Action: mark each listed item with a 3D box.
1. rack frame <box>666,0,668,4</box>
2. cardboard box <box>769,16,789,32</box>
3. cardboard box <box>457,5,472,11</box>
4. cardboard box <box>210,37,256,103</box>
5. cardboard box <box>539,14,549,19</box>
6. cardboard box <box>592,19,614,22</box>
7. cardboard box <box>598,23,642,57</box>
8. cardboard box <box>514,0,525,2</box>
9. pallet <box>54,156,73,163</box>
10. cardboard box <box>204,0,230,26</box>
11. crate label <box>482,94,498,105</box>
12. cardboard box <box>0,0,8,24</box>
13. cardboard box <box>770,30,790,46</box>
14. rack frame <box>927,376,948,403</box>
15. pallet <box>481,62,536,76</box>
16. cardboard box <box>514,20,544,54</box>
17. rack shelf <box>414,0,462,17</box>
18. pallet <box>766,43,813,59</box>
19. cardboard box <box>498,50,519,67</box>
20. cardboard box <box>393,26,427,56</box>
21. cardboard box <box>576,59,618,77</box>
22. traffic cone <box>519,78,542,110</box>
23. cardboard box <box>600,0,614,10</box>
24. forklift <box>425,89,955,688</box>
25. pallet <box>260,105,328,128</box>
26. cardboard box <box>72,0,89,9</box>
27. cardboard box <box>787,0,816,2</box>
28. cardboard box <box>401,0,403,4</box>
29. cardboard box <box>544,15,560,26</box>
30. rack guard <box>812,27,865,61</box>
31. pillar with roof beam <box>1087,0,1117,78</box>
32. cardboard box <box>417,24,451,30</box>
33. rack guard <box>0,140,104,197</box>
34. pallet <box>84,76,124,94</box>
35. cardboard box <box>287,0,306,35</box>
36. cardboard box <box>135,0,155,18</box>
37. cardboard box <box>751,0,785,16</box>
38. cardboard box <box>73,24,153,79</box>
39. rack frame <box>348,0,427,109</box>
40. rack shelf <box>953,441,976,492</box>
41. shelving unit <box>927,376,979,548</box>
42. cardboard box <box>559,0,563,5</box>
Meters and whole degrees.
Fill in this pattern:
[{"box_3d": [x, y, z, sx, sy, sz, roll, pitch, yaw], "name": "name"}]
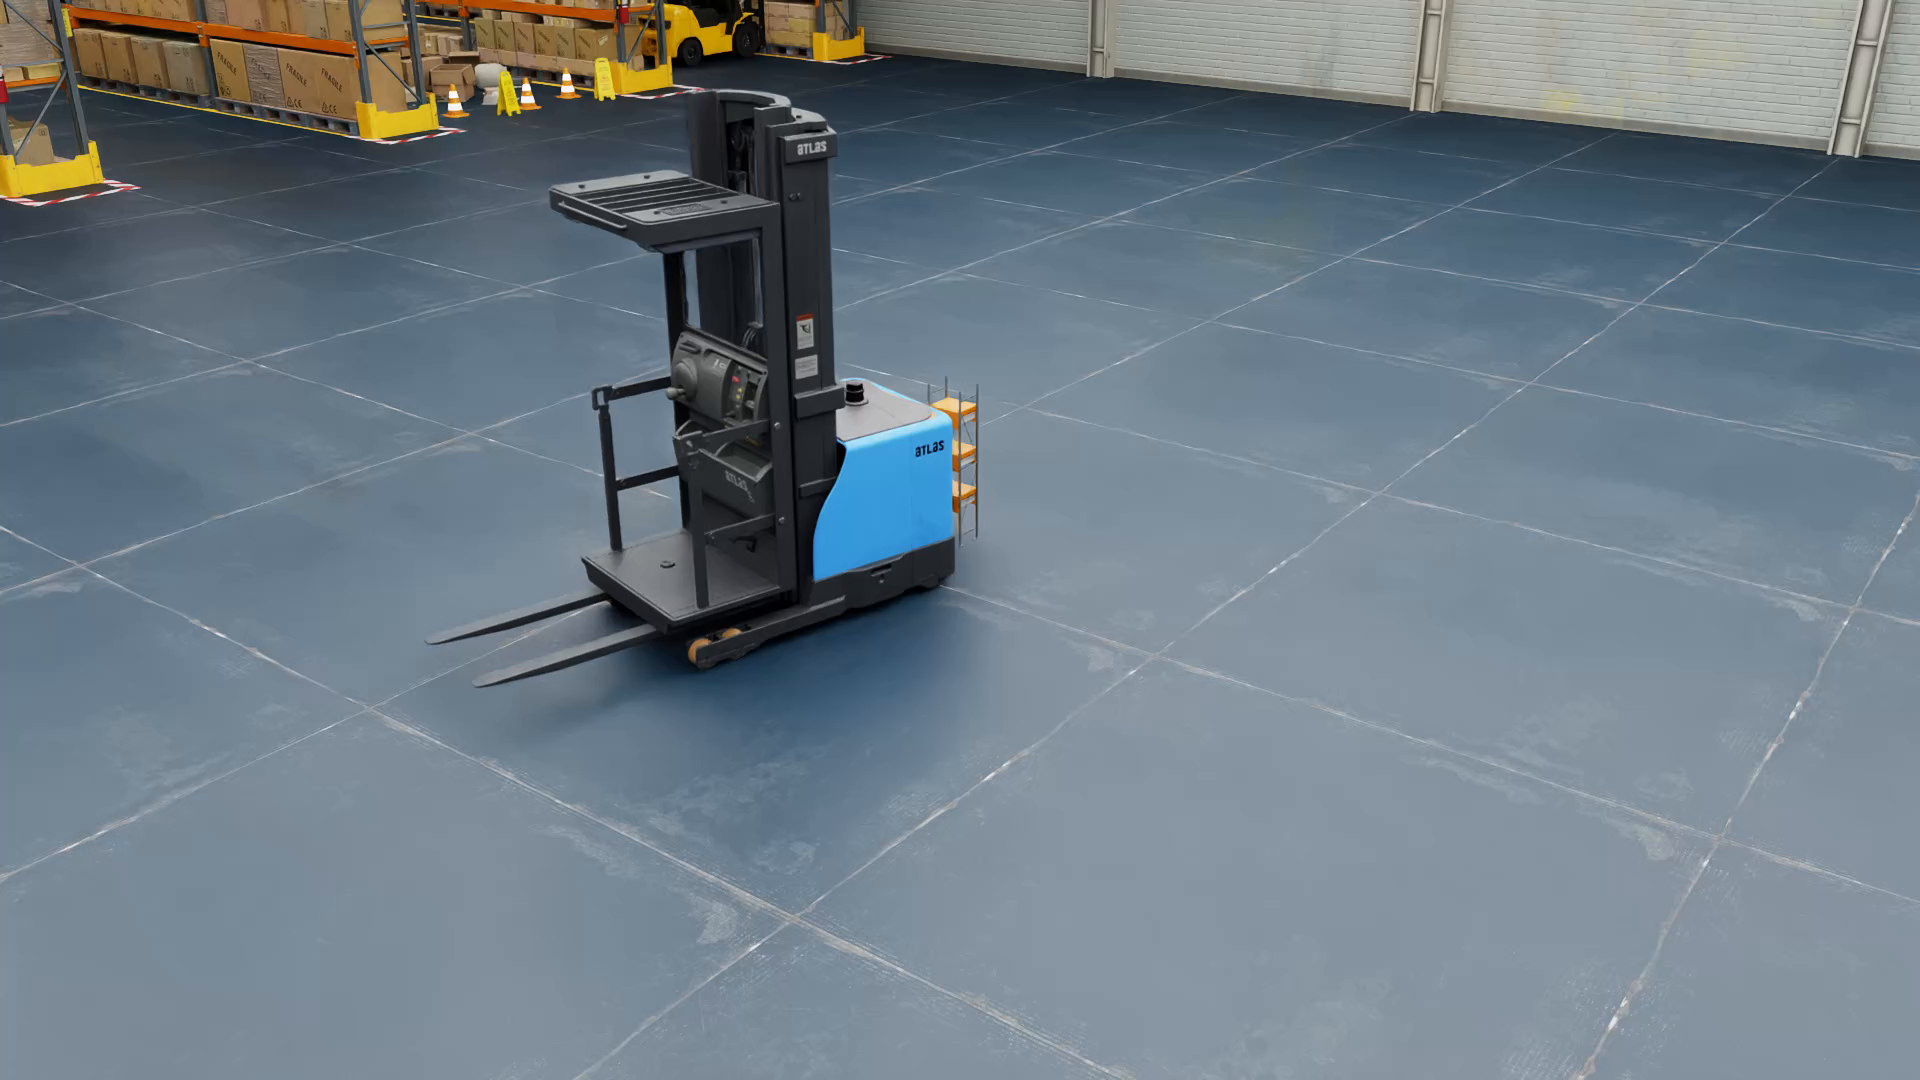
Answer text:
[{"box_3d": [-5.508, -11.500, 33.130, 0.127, 3.000, 1.000, 17, 29, 33], "name": "rack frame"}, {"box_3d": [-3.279, -9.837, 31.625, 0.500, 0.250, 0.500, 16, 29, 33], "name": "cardboard box"}, {"box_3d": [-10.829, -12.045, 36.947, 0.500, 0.500, 0.500, 16, 28, 32], "name": "cardboard box"}, {"box_3d": [-10.909, -7.321, 25.760, 0.875, 0.875, 0.875, 17, 29, 34], "name": "cardboard box"}, {"box_3d": [-7.440, -8.995, 29.405, 0.500, 0.500, 0.500, 17, 29, 34], "name": "cardboard box"}, {"box_3d": [-7.152, -11.099, 34.645, 0.625, 0.625, 0.875, 15, 28, 31], "name": "cardboard box"}, {"box_3d": [-5.780, -8.497, 28.274, 0.500, 0.500, 0.500, 16, 28, 32], "name": "cardboard box"}, {"box_3d": [-7.405, -9.290, 28.427, 0.250, 0.149, 0.380, 17, 29, 34], "name": "cardboard box"}, {"box_3d": [-11.915, -4.683, 21.116, 1.213, 0.211, 1.003, 17, 29, 33], "name": "pallet"}, {"box_3d": [-11.068, -8.259, 25.589, 0.550, 0.550, 0.875, 17, 29, 33], "name": "cardboard box"}, {"box_3d": [-7.459, -7.038, 26.553, 0.298, 0.136, 0.250, 3, 24, 6], "name": "crate label"}, {"box_3d": [-11.813, -6.425, 19.880, 0.500, 0.500, 0.500, 17, 29, 33], "name": "cardboard box"}, {"box_3d": [-3.265, -9.601, 31.710, 0.500, 0.250, 0.500, 17, 29, 33], "name": "cardboard box"}, {"box_3d": [-0.140, -0.523, 10.635, 0.008, 1.050, 0.200, 17, 29, 33], "name": "rack frame"}, {"box_3d": [-7.924, -8.470, 29.712, 1.213, 0.211, 1.003, 17, 29, 33], "name": "pallet"}, {"box_3d": [-7.323, -8.693, 28.719, 0.500, 0.500, 0.500, 19, 30, 36], "name": "cardboard box"}, {"box_3d": [-10.083, -10.052, 30.736, 4.000, 0.370, 1.077, 17, 29, 33], "name": "rack shelf"}, {"box_3d": [-2.945, -9.428, 31.886, 1.213, 0.211, 1.003, 17, 29, 33], "name": "pallet"}, {"box_3d": [-7.738, -8.476, 29.156, 0.500, 0.250, 0.500, 19, 30, 36], "name": "cardboard box"}, {"box_3d": [-9.526, -8.518, 28.524, 0.500, 0.500, 0.500, 17, 29, 33], "name": "cardboard box"}, {"box_3d": [-6.109, -7.978, 28.027, 0.500, 0.250, 0.500, 17, 29, 33], "name": "cardboard box"}, {"box_3d": [-6.793, -7.017, 26.101, 0.334, 0.463, 0.336, 17, 29, 33], "name": "traffic cone"}, {"box_3d": [-5.709, -8.837, 27.397, 0.250, 0.149, 0.380, 18, 29, 35], "name": "cardboard box"}, {"box_3d": [-1.497, -0.871, 9.092, 3.031, 2.935, 1.130, -18, 29, -35], "name": "forklift"}, {"box_3d": [-9.828, -6.496, 25.231, 1.213, 0.211, 1.003, 17, 29, 33], "name": "pallet"}, {"box_3d": [-14.374, -9.093, 27.544, 0.500, 0.500, 0.500, 17, 29, 34], "name": "cardboard box"}, {"box_3d": [-2.981, -10.221, 31.876, 0.500, 0.250, 0.500, 17, 29, 33], "name": "cardboard box"}, {"box_3d": [-12.817, -12.502, 38.274, 0.258, 0.266, 0.396, 18, 30, 35], "name": "cardboard box"}, {"box_3d": [-6.822, -8.807, 28.172, 0.250, 0.149, 0.380, 18, 30, 35], "name": "cardboard box"}, {"box_3d": [-2.288, -9.383, 31.425, 0.348, 0.500, 1.175, 17, 29, 33], "name": "rack guard"}, {"box_3d": [-0.105, -10.897, 24.321, 0.400, 9.000, 9.100, 17, 29, 33], "name": "pillar with roof beam"}, {"box_3d": [-10.038, -9.353, 30.996, 0.625, 0.372, 0.950, 18, 29, 35], "name": "cardboard box"}, {"box_3d": [-11.286, -4.607, 20.586, 0.348, 0.500, 1.175, 17, 29, 33], "name": "rack guard"}, {"box_3d": [-13.985, -7.752, 28.082, 1.213, 0.211, 1.003, 17, 29, 33], "name": "pallet"}, {"box_3d": [-9.319, -7.754, 24.443, 0.550, 0.550, 0.875, 17, 29, 33], "name": "cardboard box"}, {"box_3d": [-12.757, -8.606, 26.438, 0.500, 0.500, 0.500, 17, 29, 34], "name": "cardboard box"}, {"box_3d": [-3.685, -10.175, 31.772, 0.500, 0.250, 0.500, 17, 29, 34], "name": "cardboard box"}, {"box_3d": [-14.138, -8.229, 27.977, 0.750, 0.750, 1.050, 16, 29, 33], "name": "cardboard box"}, {"box_3d": [-8.169, -7.309, 23.617, 0.127, 3.000, 1.000, 17, 29, 33], "name": "rack frame"}, {"box_3d": [-0.043, -0.484, 10.572, 0.240, 0.259, 0.215, 17, 29, 33], "name": "rack shelf"}, {"box_3d": [-0.043, -0.493, 10.568, 0.252, 1.050, 0.215, 17, 29, 33], "name": "shelving unit"}, {"box_3d": [-6.515, -9.091, 27.974, 0.250, 0.149, 0.380, 17, 29, 34], "name": "cardboard box"}]
